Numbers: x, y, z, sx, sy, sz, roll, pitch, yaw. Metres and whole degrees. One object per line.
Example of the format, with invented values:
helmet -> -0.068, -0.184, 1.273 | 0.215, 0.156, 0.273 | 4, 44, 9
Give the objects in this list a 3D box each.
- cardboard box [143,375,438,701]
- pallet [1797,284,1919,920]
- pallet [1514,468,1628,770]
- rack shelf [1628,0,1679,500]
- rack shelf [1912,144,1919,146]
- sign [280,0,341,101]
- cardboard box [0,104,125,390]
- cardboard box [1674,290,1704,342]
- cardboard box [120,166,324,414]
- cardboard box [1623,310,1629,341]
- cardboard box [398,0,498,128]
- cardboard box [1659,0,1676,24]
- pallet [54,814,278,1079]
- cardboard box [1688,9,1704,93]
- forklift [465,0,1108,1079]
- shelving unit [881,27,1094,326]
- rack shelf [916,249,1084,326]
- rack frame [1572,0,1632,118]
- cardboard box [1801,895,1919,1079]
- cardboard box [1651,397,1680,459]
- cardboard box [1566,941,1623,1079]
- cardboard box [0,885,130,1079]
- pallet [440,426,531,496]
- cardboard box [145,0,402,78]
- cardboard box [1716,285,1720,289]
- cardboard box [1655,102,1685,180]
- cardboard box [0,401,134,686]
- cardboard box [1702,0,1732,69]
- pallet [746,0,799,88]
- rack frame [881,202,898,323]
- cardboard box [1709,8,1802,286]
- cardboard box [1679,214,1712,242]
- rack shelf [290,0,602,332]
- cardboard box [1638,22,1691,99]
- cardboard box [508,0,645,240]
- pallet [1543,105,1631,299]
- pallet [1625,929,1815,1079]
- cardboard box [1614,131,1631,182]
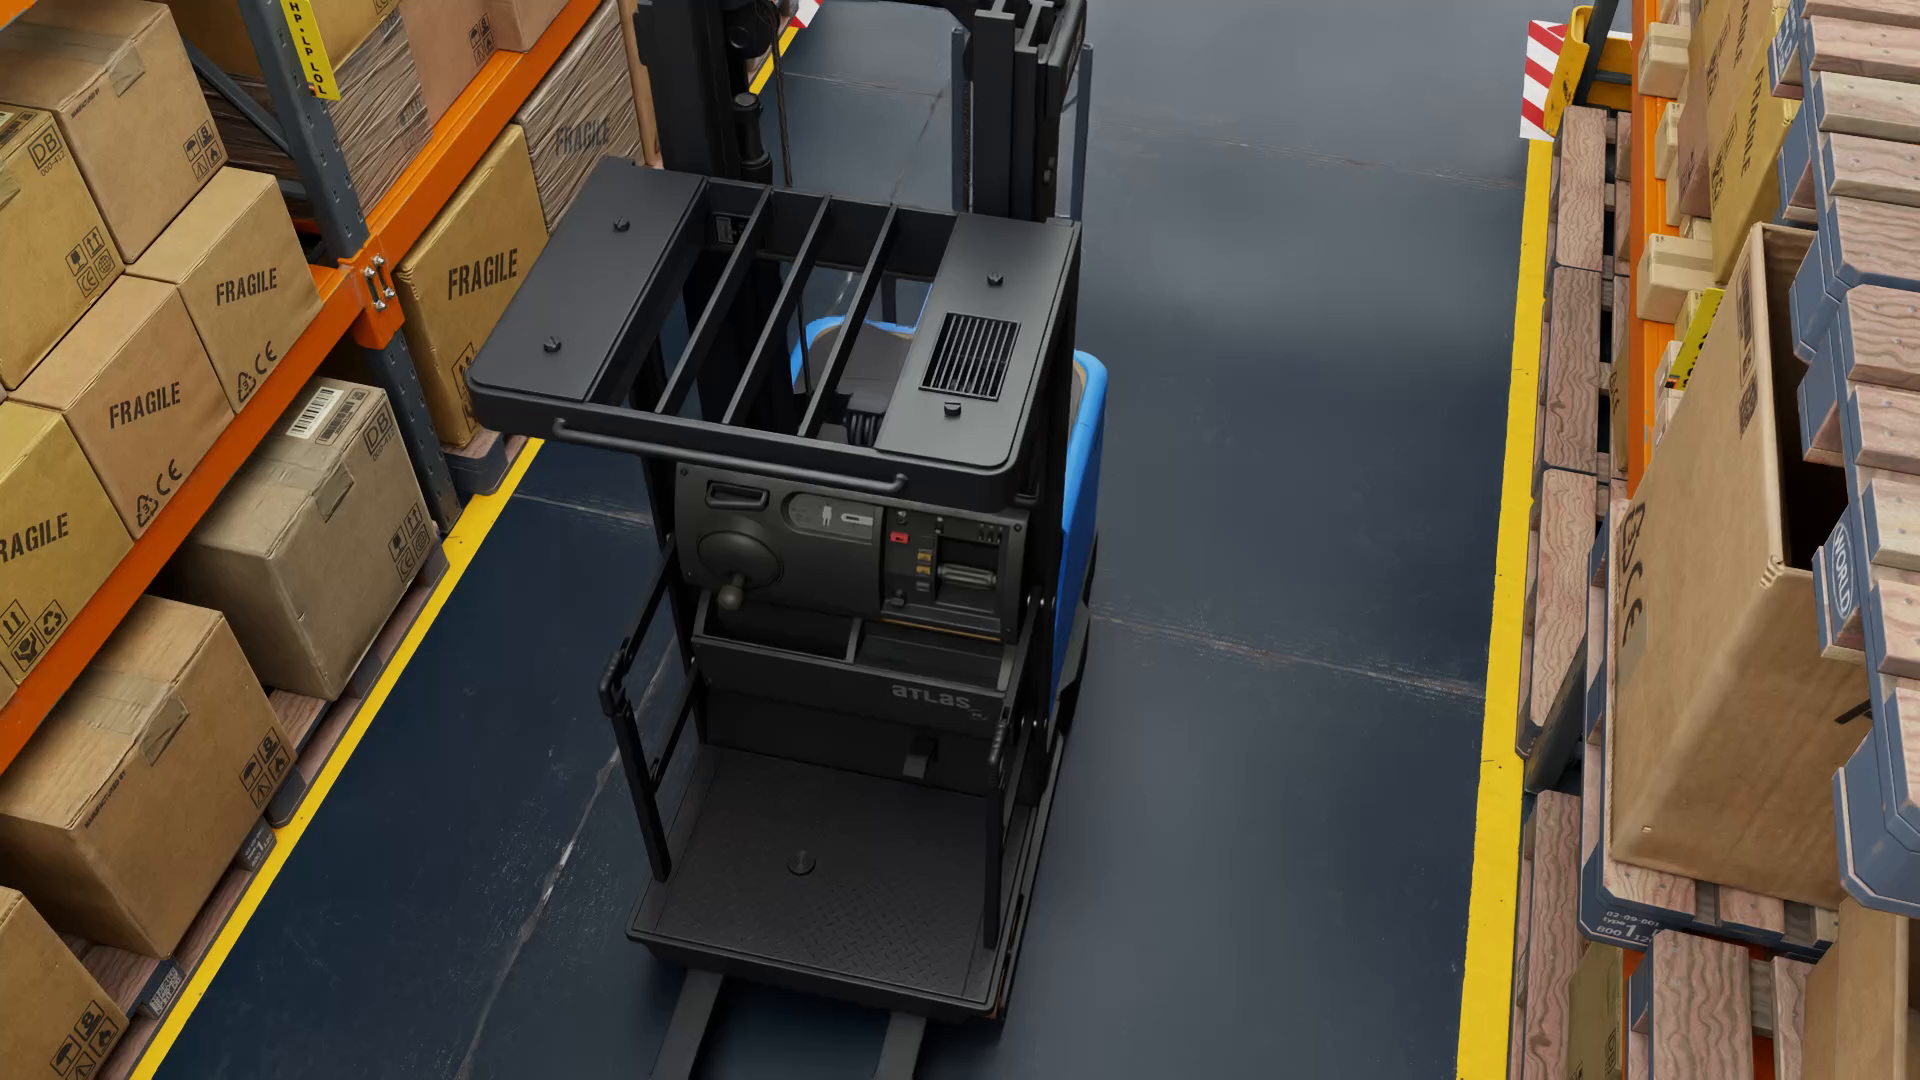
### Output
cardboard box -> -2.470, -0.080, 5.540 | 1.050, 0.750, 0.750 | 11, 50, 10
pallet -> 1.830, 0.146, 2.245 | 1.213, 0.211, 1.003 | 12, 50, 10
pallet -> 2.508, 0.330, 5.818 | 1.003, 0.211, 1.213 | 12, 50, 10
rack shelf -> 2.892, -1.308, 5.884 | 1.077, 0.370, 4.000 | 12, 50, 10
rack shelf -> 1.839, 0.592, 2.206 | 1.077, 0.370, 4.000 | 12, 50, 10
sign -> -1.867, -1.409, 4.773 | 0.100, 0.325, 0.005 | 12, 50, 10
cardboard box -> -2.651, -0.783, 4.207 | 0.700, 0.500, 0.500 | 11, 49, 9
cardboard box -> 2.337, -0.578, 4.927 | 0.380, 0.149, 0.250 | 12, 50, 10
cardboard box -> -2.272, -0.755, 4.849 | 0.500, 0.500, 0.500 | 11, 50, 10
cardboard box -> 2.930, -0.968, 6.491 | 0.500, 0.500, 0.500 | 16, 50, 14
cardboard box -> -2.185, -1.873, 5.802 | 0.875, 0.550, 0.550 | 12, 50, 10
cardboard box -> 2.830, -2.032, 6.210 | 0.380, 0.149, 0.250 | 12, 50, 10
pallet -> -2.843, 1.229, 5.024 | 1.003, 0.211, 1.213 | 12, 50, 10
cardboard box -> 2.915, -1.634, 5.427 | 0.875, 0.500, 0.500 | 12, 50, 10
forklift -> -0.335, 0.139, 4.172 | 1.130, 2.935, 3.031 | 10, 49, 8
shelving unit -> 0.104, -0.881, 6.027 | 0.538, 1.500, 1.048 | 10, 49, 8
rack shelf -> 0.104, -0.762, 6.162 | 0.538, 0.185, 1.000 | 10, 49, 8
rack frame -> 3.418, -2.993, 6.891 | 1.000, 3.000, 0.127 | 12, 50, 10
cardboard box -> 1.998, 0.999, 3.019 | 0.797, 0.503, 0.637 | 16, 51, 14
cardboard box -> 2.138, -0.230, 4.620 | 0.380, 0.149, 0.250 | 12, 50, 10
cardboard box -> 2.039, 1.363, 4.420 | 0.700, 0.500, 0.500 | 11, 50, 10
cardboard box -> -2.972, 1.291, 4.330 | 1.050, 0.750, 0.750 | 12, 50, 11
pallet -> -2.117, -0.764, 6.783 | 1.003, 0.211, 1.213 | 12, 50, 10
cardboard box -> -2.263, -1.819, 5.034 | 0.875, 0.550, 0.550 | 12, 50, 10
cardboard box -> 2.709, -0.899, 4.778 | 0.875, 0.500, 0.500 | 12, 50, 10
cardboard box -> 2.547, -1.312, 5.575 | 0.380, 0.149, 0.250 | 12, 50, 10
cardboard box -> -2.538, -0.024, 4.204 | 0.500, 0.500, 0.500 | 12, 50, 10
cardboard box -> 2.481, -1.665, 4.787 | 0.500, 0.500, 0.500 | 12, 50, 10
pallet -> -1.475, -2.529, 8.341 | 1.003, 0.211, 1.213 | 12, 50, 10
rack frame -> -0.008, -0.509, 5.699 | 0.500, 1.500, 0.032 | 10, 49, 8
cardboard box -> 2.218, -0.942, 4.149 | 0.500, 0.500, 0.500 | 12, 50, 10
cardboard box -> 2.488, -0.936, 5.243 | 0.380, 0.149, 0.250 | 12, 50, 10
rack shelf -> -1.867, -2.360, 6.812 | 1.077, 0.370, 4.000 | 12, 50, 10
cardboard box -> 2.625, -1.685, 5.904 | 0.380, 0.149, 0.250 | 12, 50, 10
cardboard box -> -1.926, -1.682, 6.870 | 0.875, 0.875, 0.875 | 12, 50, 10
pallet -> 3.150, -1.435, 7.376 | 1.003, 0.211, 1.213 | 12, 50, 10
pallet -> 1.794, 1.417, 3.127 | 1.003, 0.211, 1.213 | 12, 50, 10
cardboard box -> 3.238, -1.857, 7.275 | 0.500, 0.500, 0.500 | 20, 52, 17
